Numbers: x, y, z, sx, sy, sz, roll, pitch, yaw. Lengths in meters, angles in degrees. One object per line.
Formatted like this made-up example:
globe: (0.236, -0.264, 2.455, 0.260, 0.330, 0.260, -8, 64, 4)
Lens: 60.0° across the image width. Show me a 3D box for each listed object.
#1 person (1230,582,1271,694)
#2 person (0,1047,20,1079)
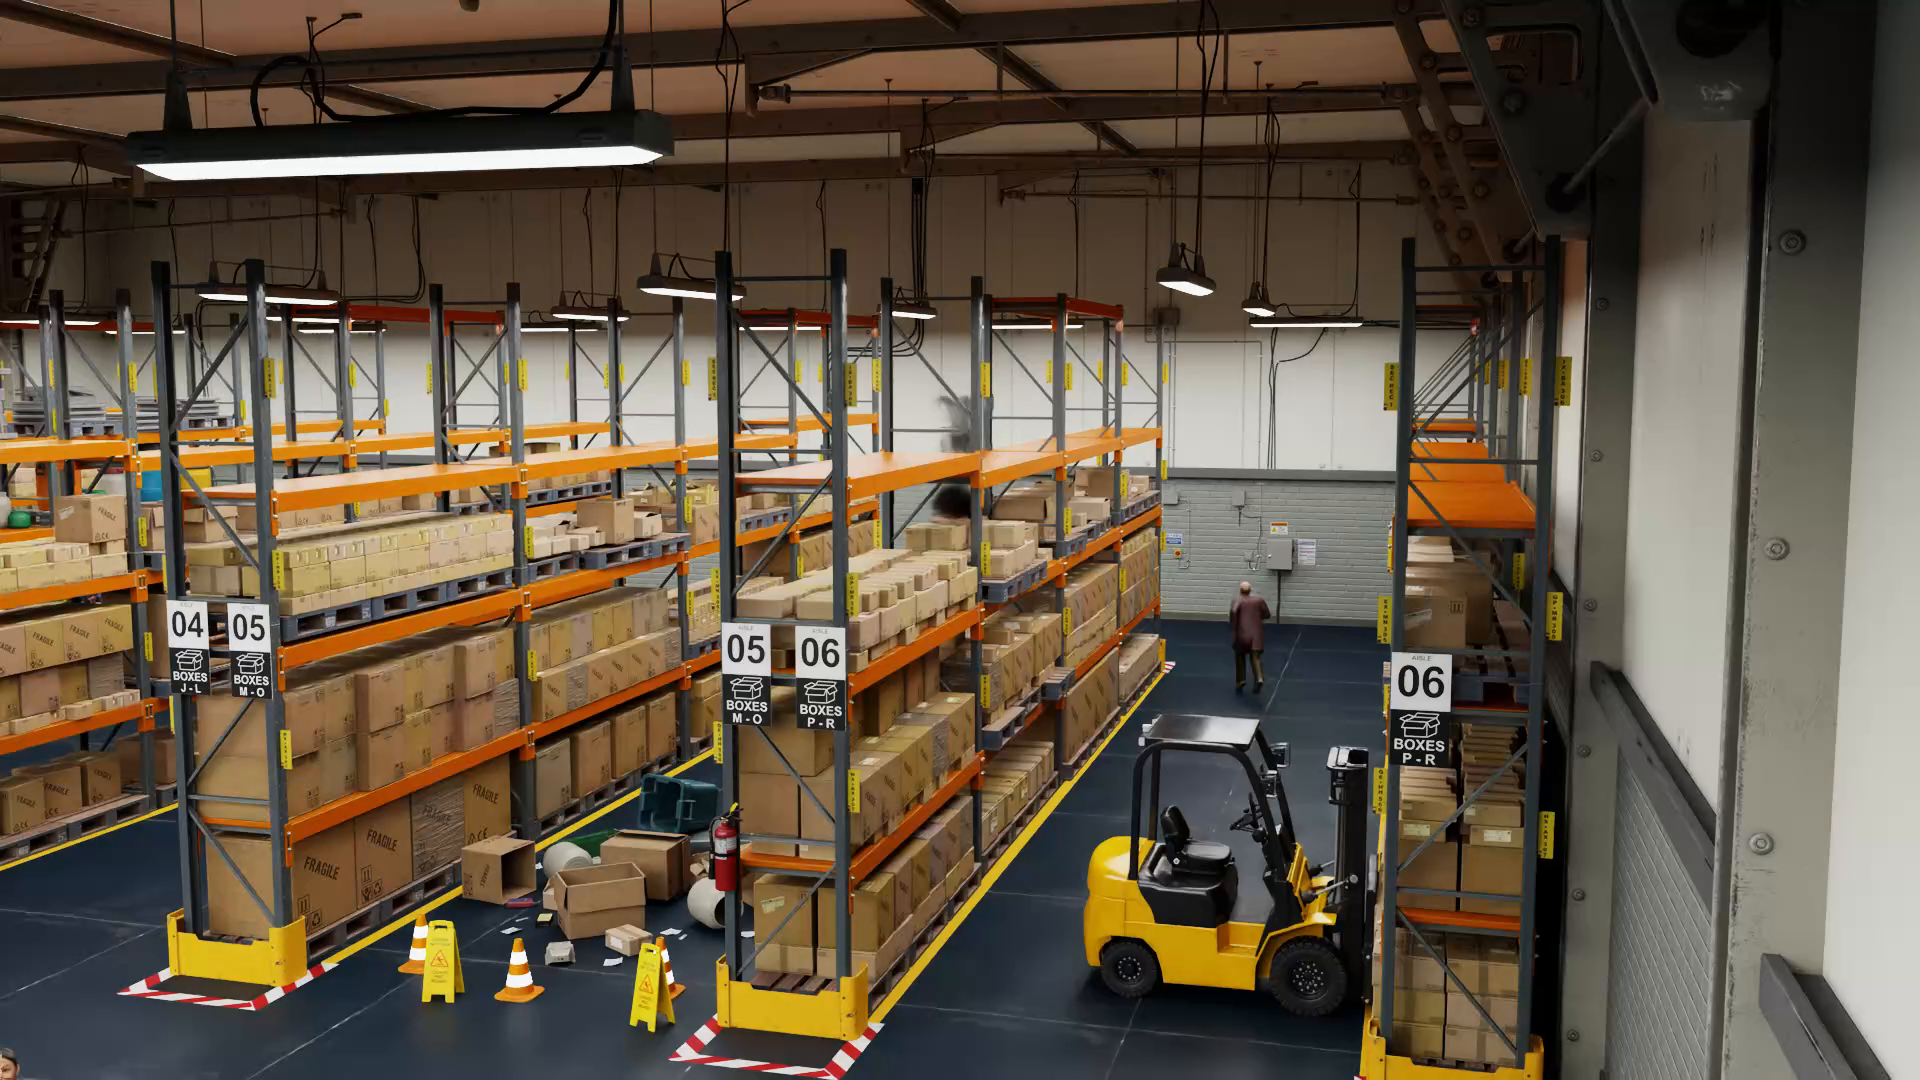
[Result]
person: (4.513, 1.564, 25.881, 0.709, 1.786, 1.180, -1, 6, -5)
person: (-5.096, 3.461, 8.796, 0.645, 1.600, 0.616, -4, 7, -31)
